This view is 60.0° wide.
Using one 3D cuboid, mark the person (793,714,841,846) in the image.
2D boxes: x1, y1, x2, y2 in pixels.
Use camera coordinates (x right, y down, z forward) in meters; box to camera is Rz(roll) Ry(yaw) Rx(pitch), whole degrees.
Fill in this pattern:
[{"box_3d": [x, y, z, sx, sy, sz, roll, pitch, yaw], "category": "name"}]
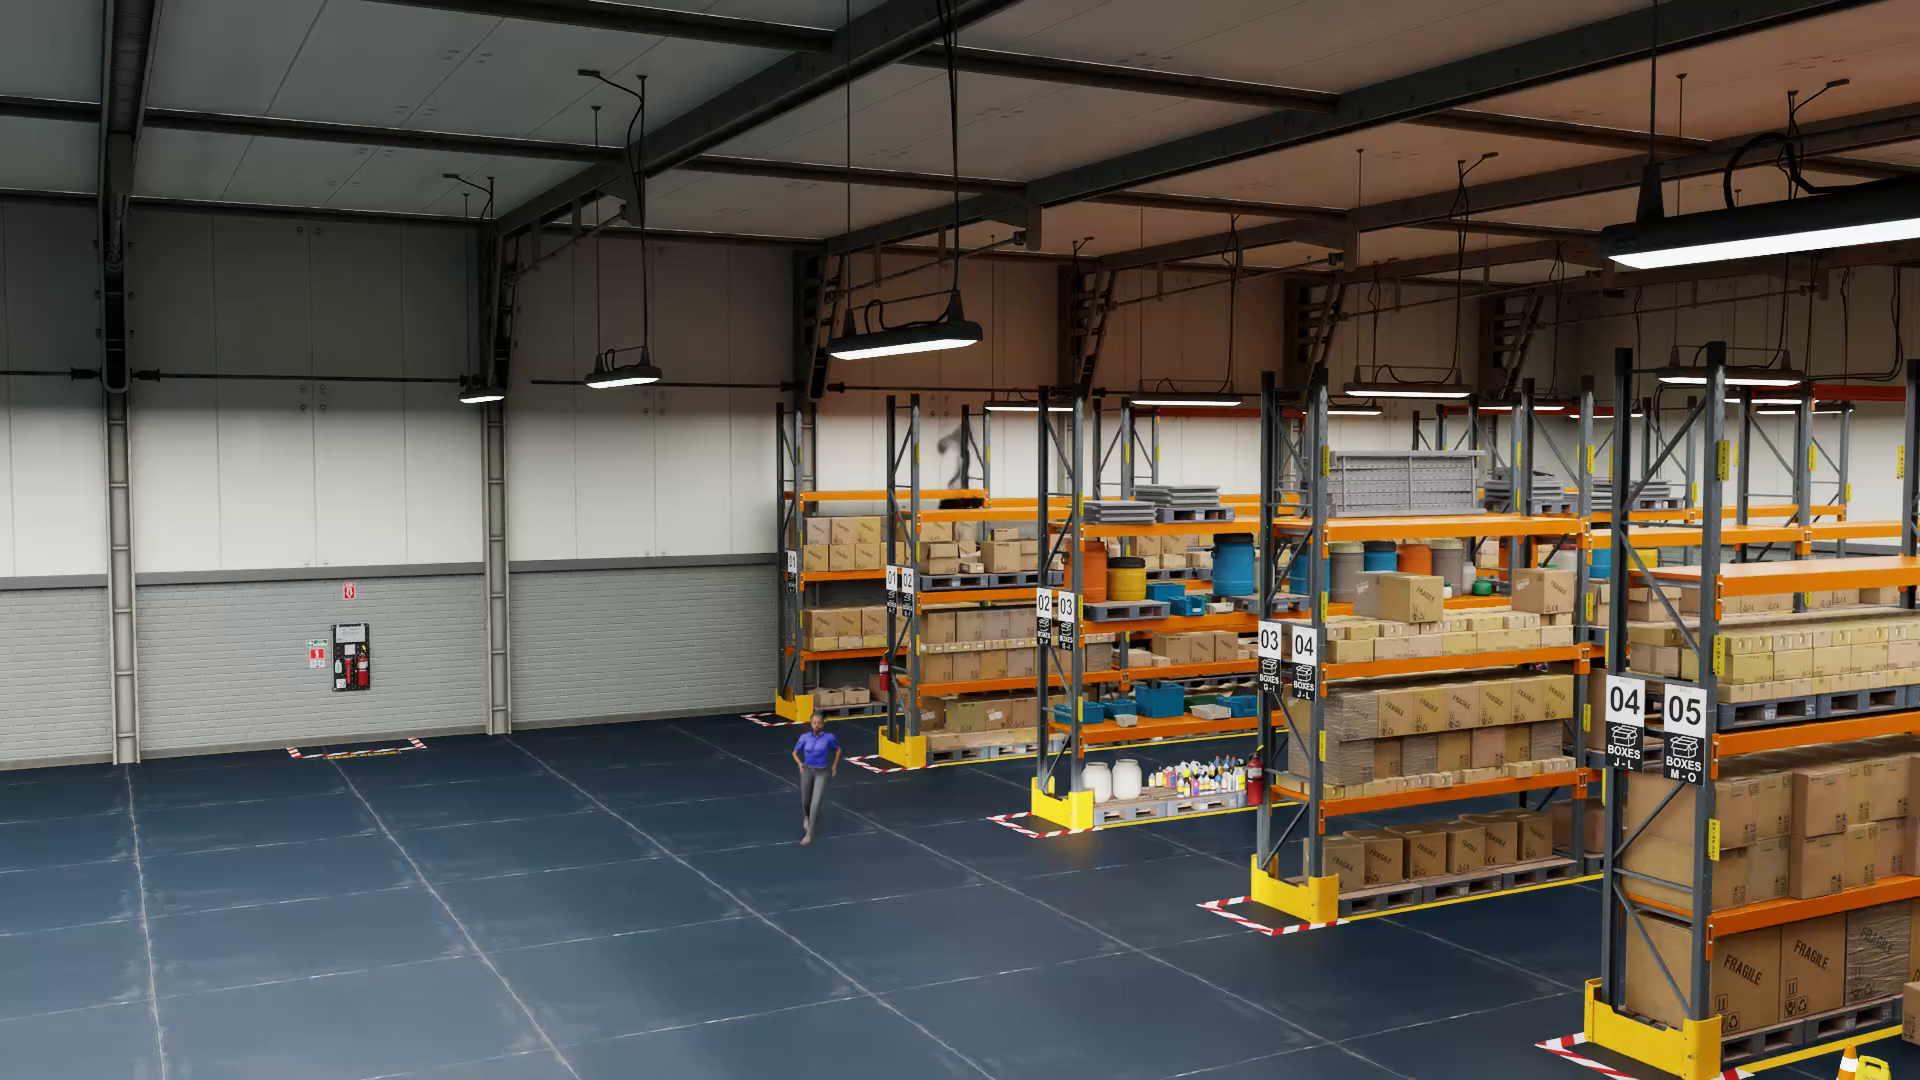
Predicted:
[{"box_3d": [-1.890, 3.109, 21.821, 0.618, 1.635, 0.957, 0, 3, 4], "category": "person"}]
